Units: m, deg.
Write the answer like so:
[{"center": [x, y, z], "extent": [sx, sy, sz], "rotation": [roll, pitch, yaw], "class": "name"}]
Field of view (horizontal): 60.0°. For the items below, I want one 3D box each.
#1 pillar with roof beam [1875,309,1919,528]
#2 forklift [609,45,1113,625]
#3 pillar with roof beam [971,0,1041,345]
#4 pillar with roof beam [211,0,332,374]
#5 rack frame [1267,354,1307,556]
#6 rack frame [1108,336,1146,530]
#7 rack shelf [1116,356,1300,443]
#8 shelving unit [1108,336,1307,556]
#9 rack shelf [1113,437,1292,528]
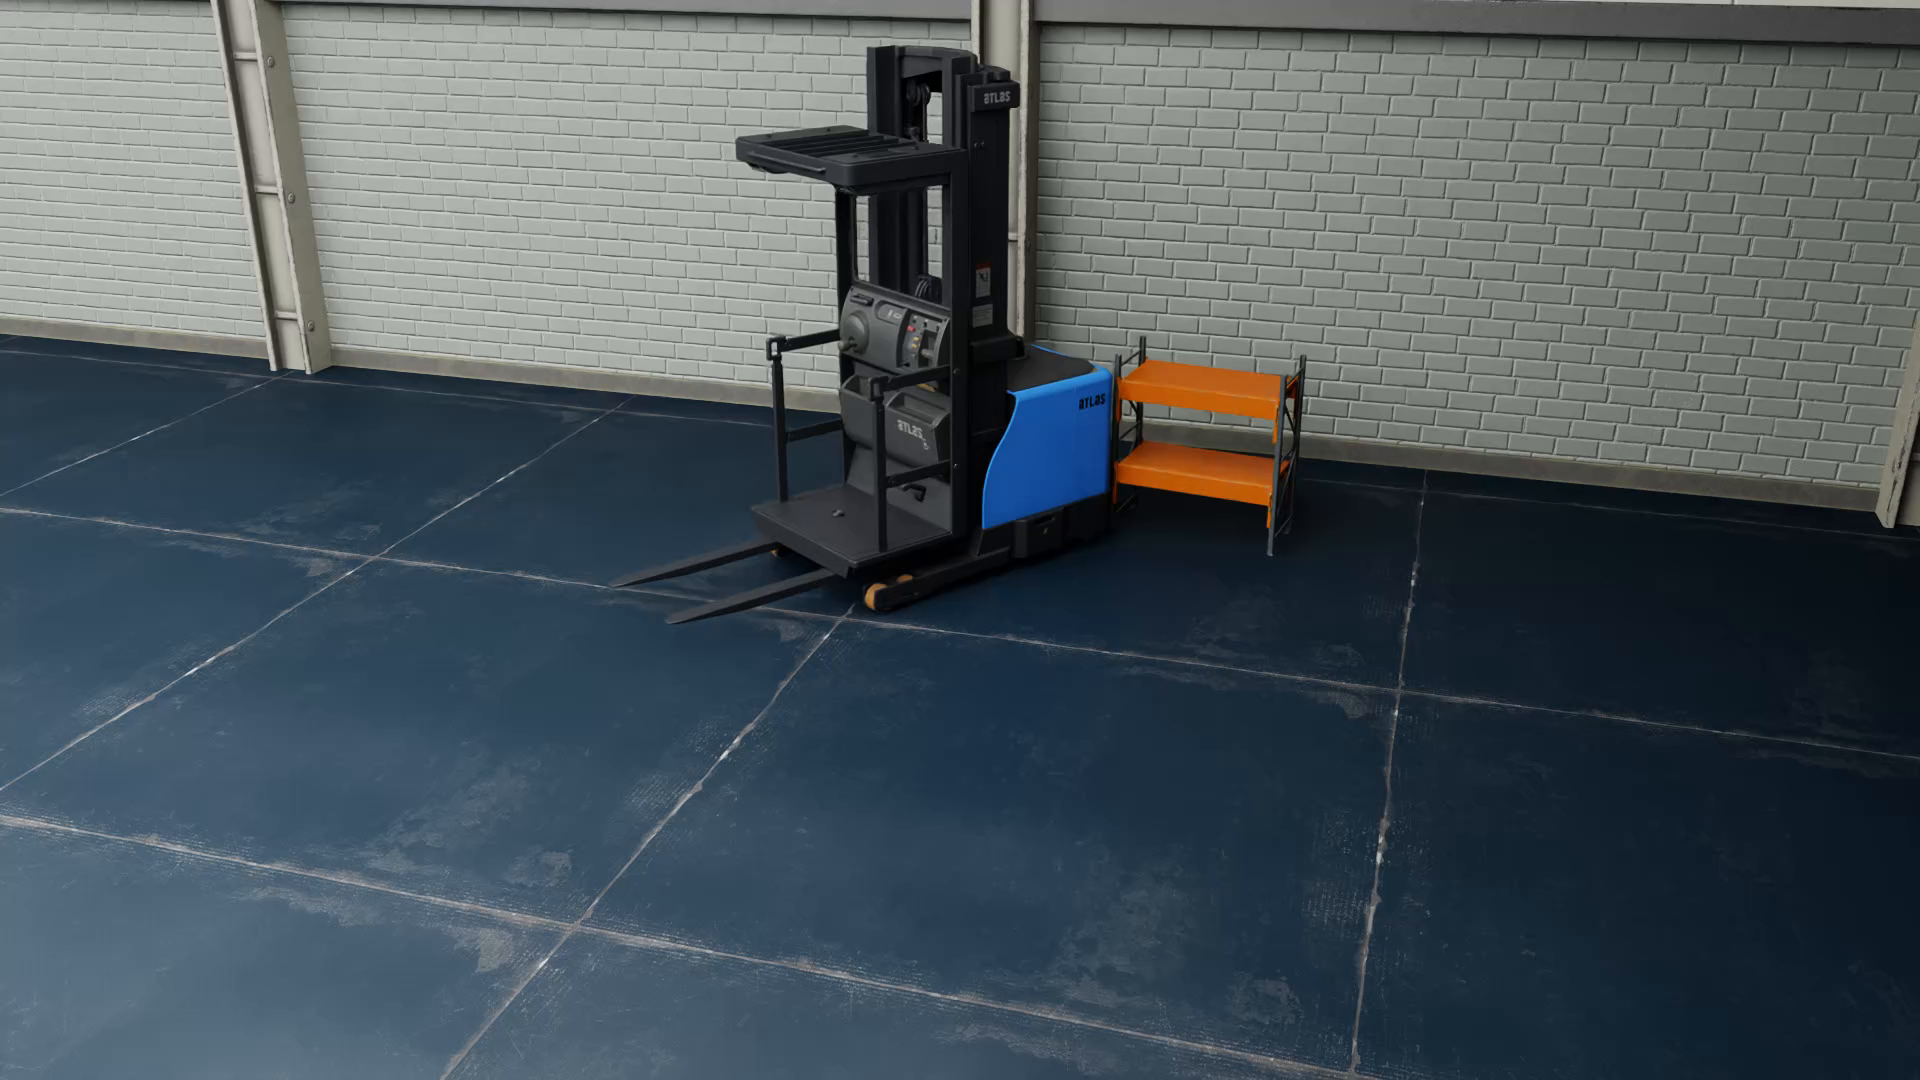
[{"center": [4.807, -2.714, 5.029], "extent": [0.400, 9.000, 9.100], "rotation": [7, 23, 16], "class": "pillar with roof beam"}, {"center": [-0.538, -1.173, 9.268], "extent": [3.031, 2.935, 1.130], "rotation": [-17, 28, -35], "class": "forklift"}, {"center": [-0.937, -3.372, 6.632], "extent": [0.400, 9.000, 9.100], "rotation": [7, 23, 16], "class": "pillar with roof beam"}, {"center": [-6.681, -4.029, 8.236], "extent": [0.400, 9.000, 9.100], "rotation": [7, 23, 16], "class": "pillar with roof beam"}, {"center": [1.973, -0.512, 10.036], "extent": [0.032, 1.125, 0.500], "rotation": [10, 24, 23], "class": "rack frame"}, {"center": [1.050, -0.674, 10.431], "extent": [0.032, 1.125, 0.500], "rotation": [10, 24, 23], "class": "rack frame"}, {"center": [1.511, -0.864, 10.122], "extent": [1.000, 0.278, 0.538], "rotation": [10, 24, 23], "class": "rack shelf"}, {"center": [1.511, -0.593, 10.233], "extent": [1.048, 1.125, 0.538], "rotation": [10, 24, 23], "class": "shelving unit"}, {"center": [1.511, -0.367, 10.326], "extent": [1.000, 0.278, 0.538], "rotation": [10, 24, 23], "class": "rack shelf"}]
